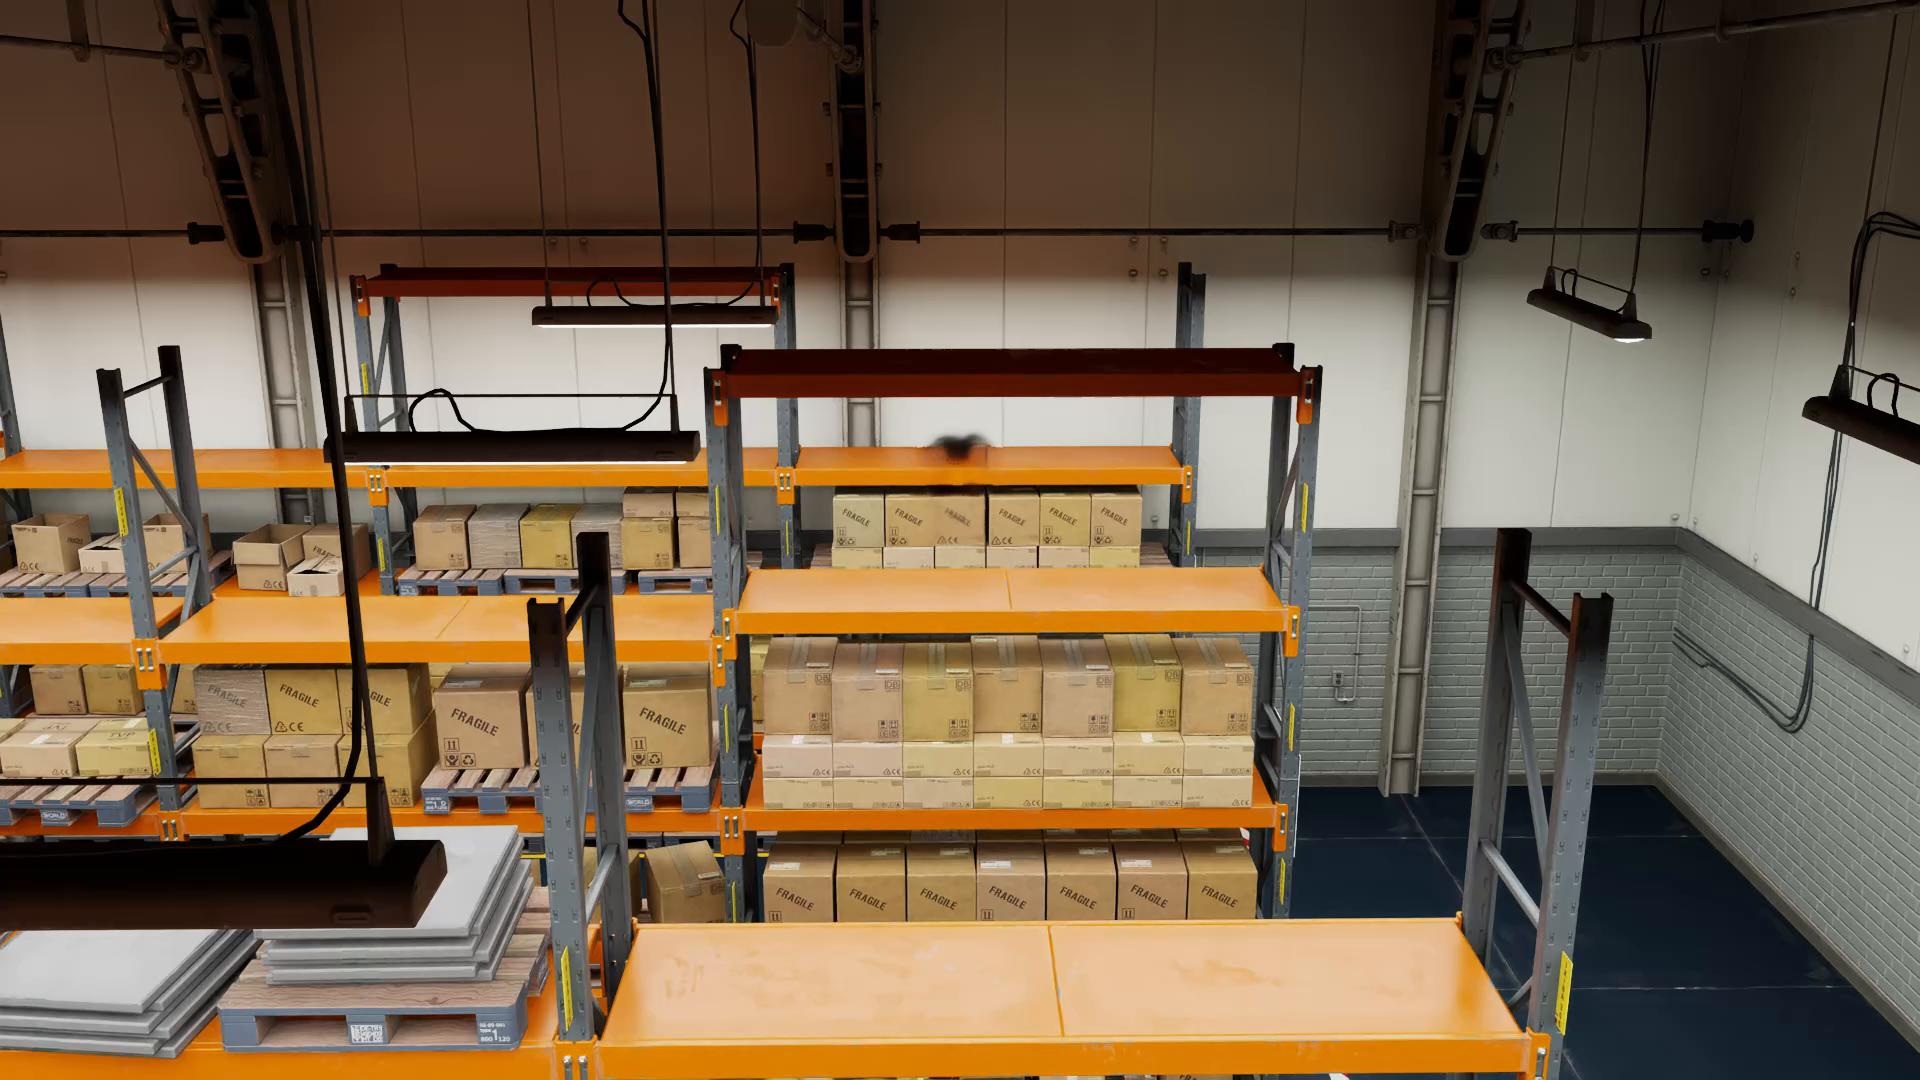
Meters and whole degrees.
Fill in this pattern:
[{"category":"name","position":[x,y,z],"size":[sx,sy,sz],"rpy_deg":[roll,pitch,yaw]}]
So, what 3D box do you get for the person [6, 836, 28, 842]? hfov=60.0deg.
[{"category":"person","position":[-9.331,2.691,16.158],"size":[0.624,1.762,0.431],"rpy_deg":[-7,18,-24]}]
